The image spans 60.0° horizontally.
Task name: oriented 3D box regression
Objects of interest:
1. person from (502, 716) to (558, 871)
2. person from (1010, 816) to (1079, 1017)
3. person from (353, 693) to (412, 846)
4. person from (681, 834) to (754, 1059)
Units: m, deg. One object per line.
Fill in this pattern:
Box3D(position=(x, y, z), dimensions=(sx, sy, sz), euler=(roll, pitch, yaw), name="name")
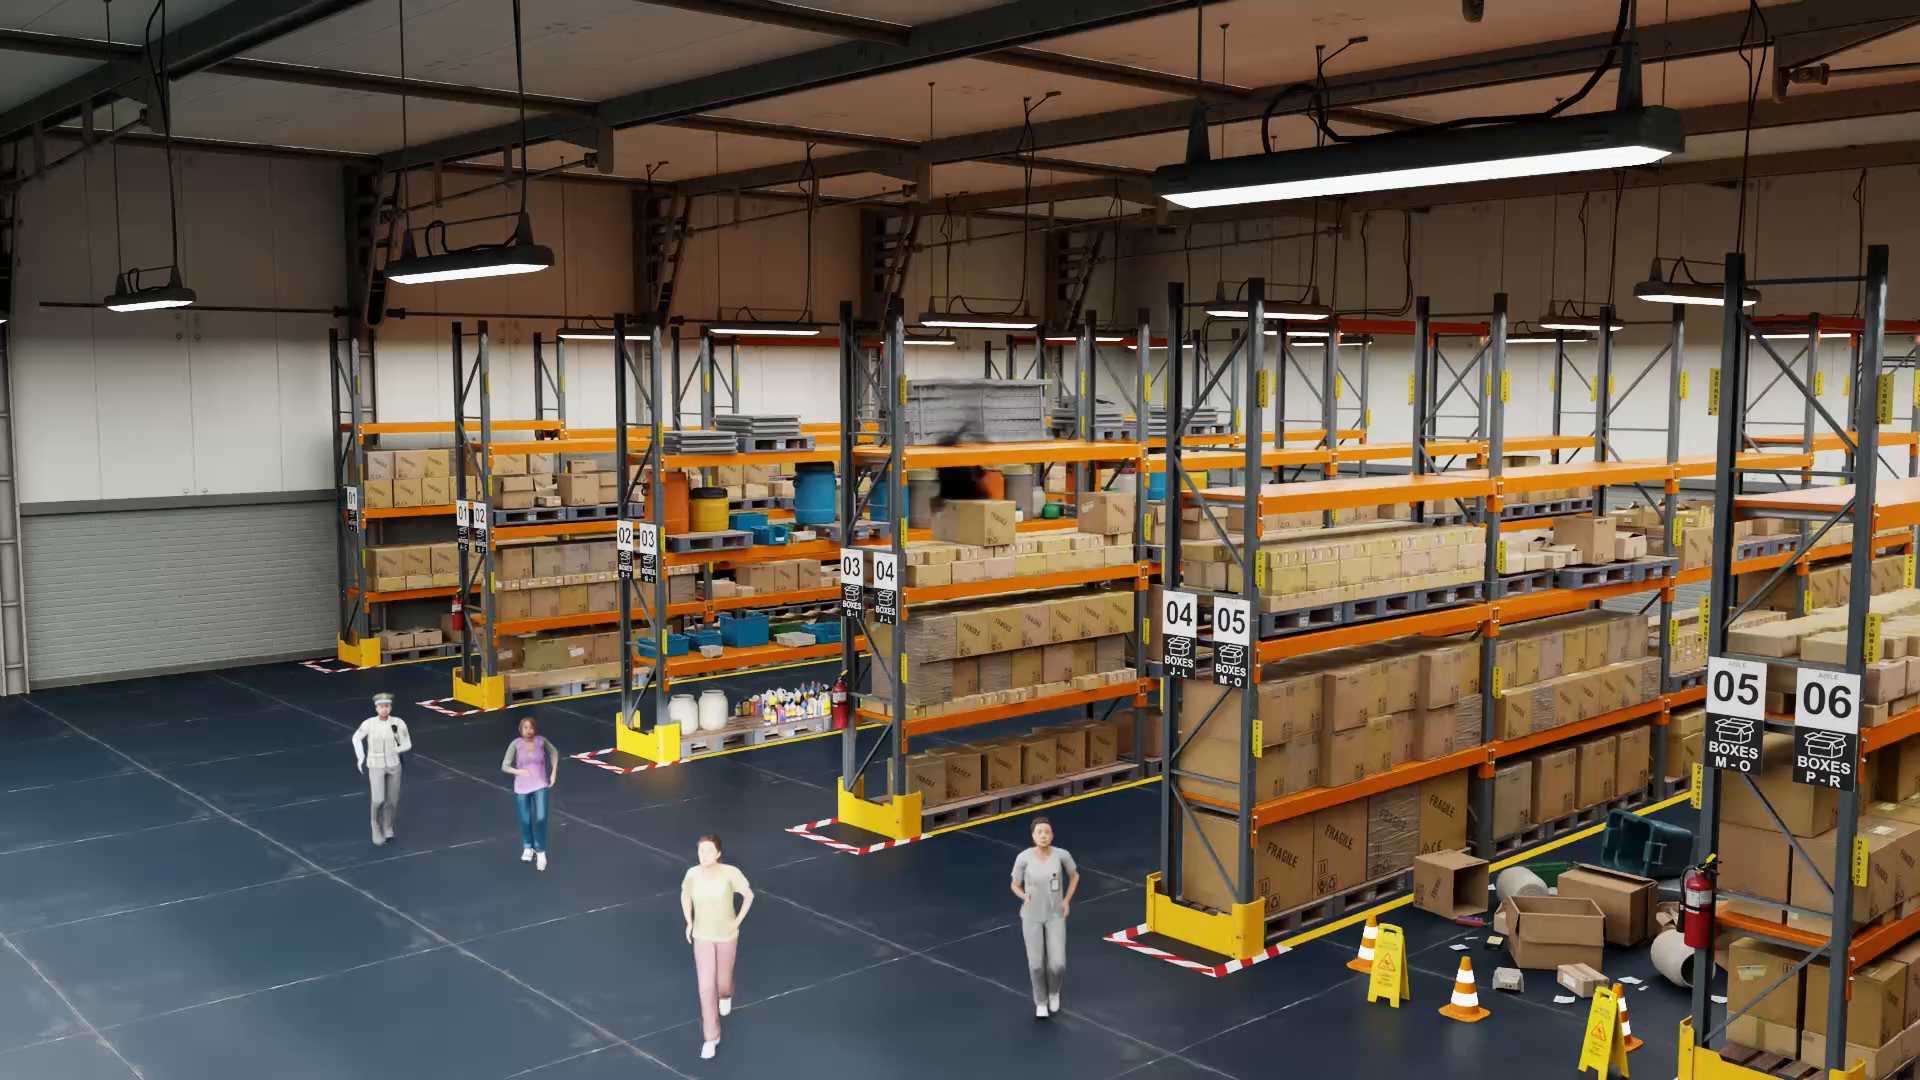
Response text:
Box3D(position=(-4.500, 2.648, 17.443), dimensions=(0.579, 1.626, 0.657), euler=(-2, 6, -15), name="person")
Box3D(position=(0.678, 3.034, 13.282), dimensions=(0.554, 1.623, 0.547), euler=(0, 6, 2), name="person")
Box3D(position=(-6.337, 2.520, 18.300), dimensions=(0.582, 1.685, 0.666), euler=(-3, 6, -26), name="person")
Box3D(position=(-1.881, 3.072, 12.909), dimensions=(0.577, 1.675, 0.784), euler=(0, 6, 2), name="person")
